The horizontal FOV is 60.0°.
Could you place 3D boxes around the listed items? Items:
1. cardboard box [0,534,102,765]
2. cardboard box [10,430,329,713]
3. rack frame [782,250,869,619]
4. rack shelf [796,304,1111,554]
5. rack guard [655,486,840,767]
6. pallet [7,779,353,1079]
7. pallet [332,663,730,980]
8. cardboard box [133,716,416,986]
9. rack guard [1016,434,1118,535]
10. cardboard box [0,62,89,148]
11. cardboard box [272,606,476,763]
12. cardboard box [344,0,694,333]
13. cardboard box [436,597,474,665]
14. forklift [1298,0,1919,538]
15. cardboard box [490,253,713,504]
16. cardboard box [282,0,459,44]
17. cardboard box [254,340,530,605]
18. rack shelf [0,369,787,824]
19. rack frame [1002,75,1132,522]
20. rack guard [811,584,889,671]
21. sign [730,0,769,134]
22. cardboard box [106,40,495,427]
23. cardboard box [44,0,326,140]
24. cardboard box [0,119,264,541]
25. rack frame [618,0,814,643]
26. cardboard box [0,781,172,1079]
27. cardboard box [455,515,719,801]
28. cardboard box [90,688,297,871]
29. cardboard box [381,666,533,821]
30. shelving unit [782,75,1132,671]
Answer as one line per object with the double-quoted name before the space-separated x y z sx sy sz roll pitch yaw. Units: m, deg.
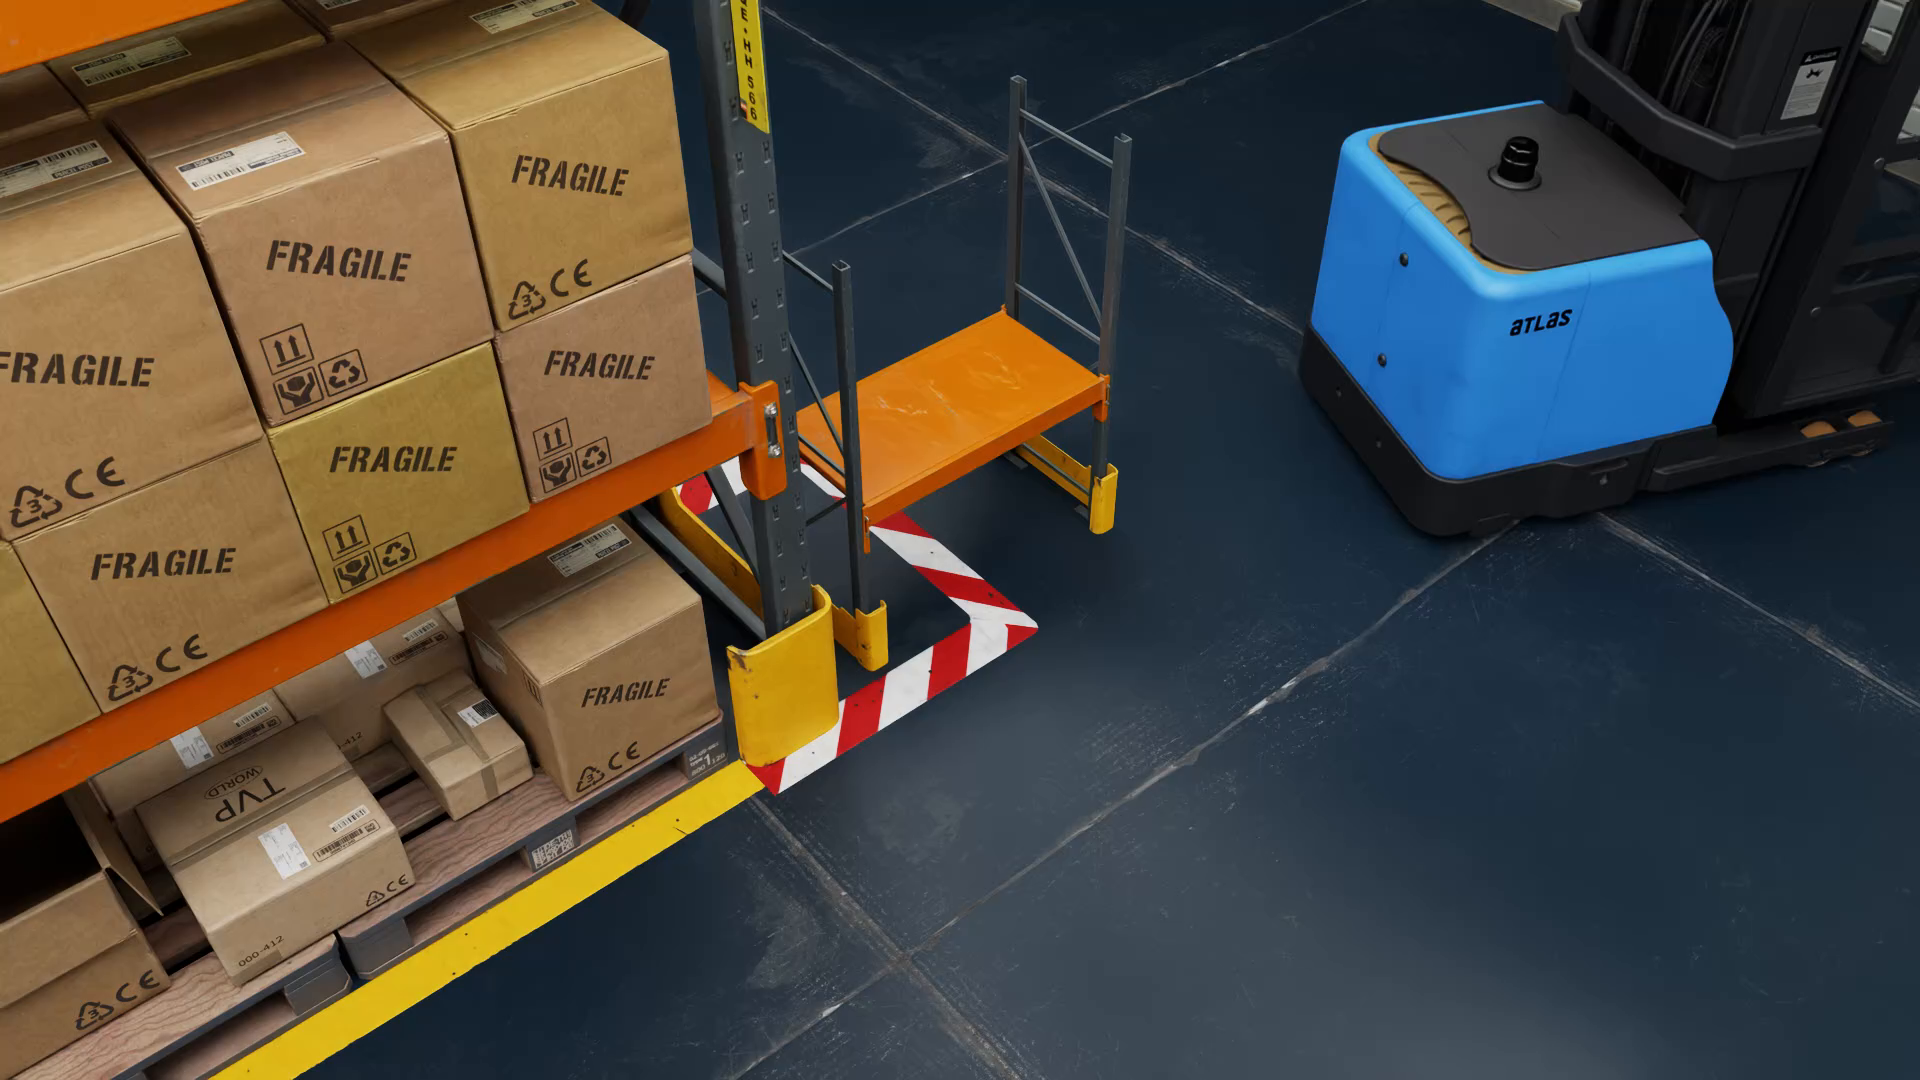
"cardboard box" -2.133 0.166 3.309 0.500 0.500 0.500 -31 51 -28
"cardboard box" -1.746 -0.056 3.545 0.500 0.500 0.500 -29 51 -28
"rack frame" -0.455 -0.286 4.959 0.032 1.500 0.500 -30 51 -28
"rack shelf" -0.065 -0.378 5.320 1.000 0.185 0.538 -30 51 -28
"rack guard" -0.854 0.140 5.236 0.348 0.500 1.175 -30 51 -28
"pallet" -2.400 1.129 4.394 1.213 0.211 1.003 -30 51 -28
"pallet" -1.465 0.596 4.962 1.213 0.211 1.003 -30 51 -28
"cardboard box" -1.803 0.807 4.387 0.500 0.250 0.500 -30 51 -28
"rack guard" 0.323 -0.276 5.862 0.087 0.250 0.587 -30 51 -28
"cardboard box" -2.088 -0.698 3.499 0.500 0.500 0.500 -29 50 -27
"cardboard box" -1.778 0.347 4.877 0.500 0.250 0.500 -30 51 -28
"cardboard box" -0.961 -0.866 3.677 0.500 0.500 0.500 -30 51 -28
"cardboard box" -1.529 0.181 5.114 0.250 0.166 0.380 -30 51 -28
"forklift" 2.860 -1.667 5.384 3.031 2.935 1.130 -12 45 -13
"cardboard box" -0.965 -0.501 4.020 0.500 0.500 0.500 -28 50 -27
"cardboard box" -1.305 -1.149 3.979 0.500 0.500 0.500 -28 50 -27
"cardboard box" -1.360 -0.272 3.775 0.500 0.500 0.500 -29 51 -28
"rack shelf" -2.330 0.336 3.727 4.000 0.370 1.077 -30 51 -28
"rack frame" 0.324 -0.733 5.434 0.032 1.500 0.500 -30 51 -28
"rack guard" -0.440 0.161 5.396 0.087 0.250 0.587 -30 51 -28
"sign" -0.455 -1.042 3.591 0.005 0.325 0.100 -30 51 -28
"cardboard box" -1.348 -0.643 3.441 0.500 0.500 0.500 -28 50 -27
"cardboard box" -1.701 -0.916 3.730 0.500 0.500 0.500 -29 51 -27
"cardboard box" -1.742 -0.413 3.195 0.500 0.500 0.500 -28 50 -27
"rack frame" -0.796 -0.805 4.416 0.127 3.000 1.000 -30 51 -28
"cardboard box" -2.426 0.874 4.131 0.637 0.503 0.797 -30 51 -28
"cardboard box" -1.055 0.314 4.729 0.500 0.500 0.500 -30 51 -28
"cardboard box" -2.162 0.566 4.643 0.500 0.250 0.500 -30 51 -28
"cardboard box" -1.423 0.567 4.704 0.250 0.166 0.380 -30 51 -28
"shelving unit" -0.058 -0.513 5.201 1.083 1.500 0.587 -30 51 -28
